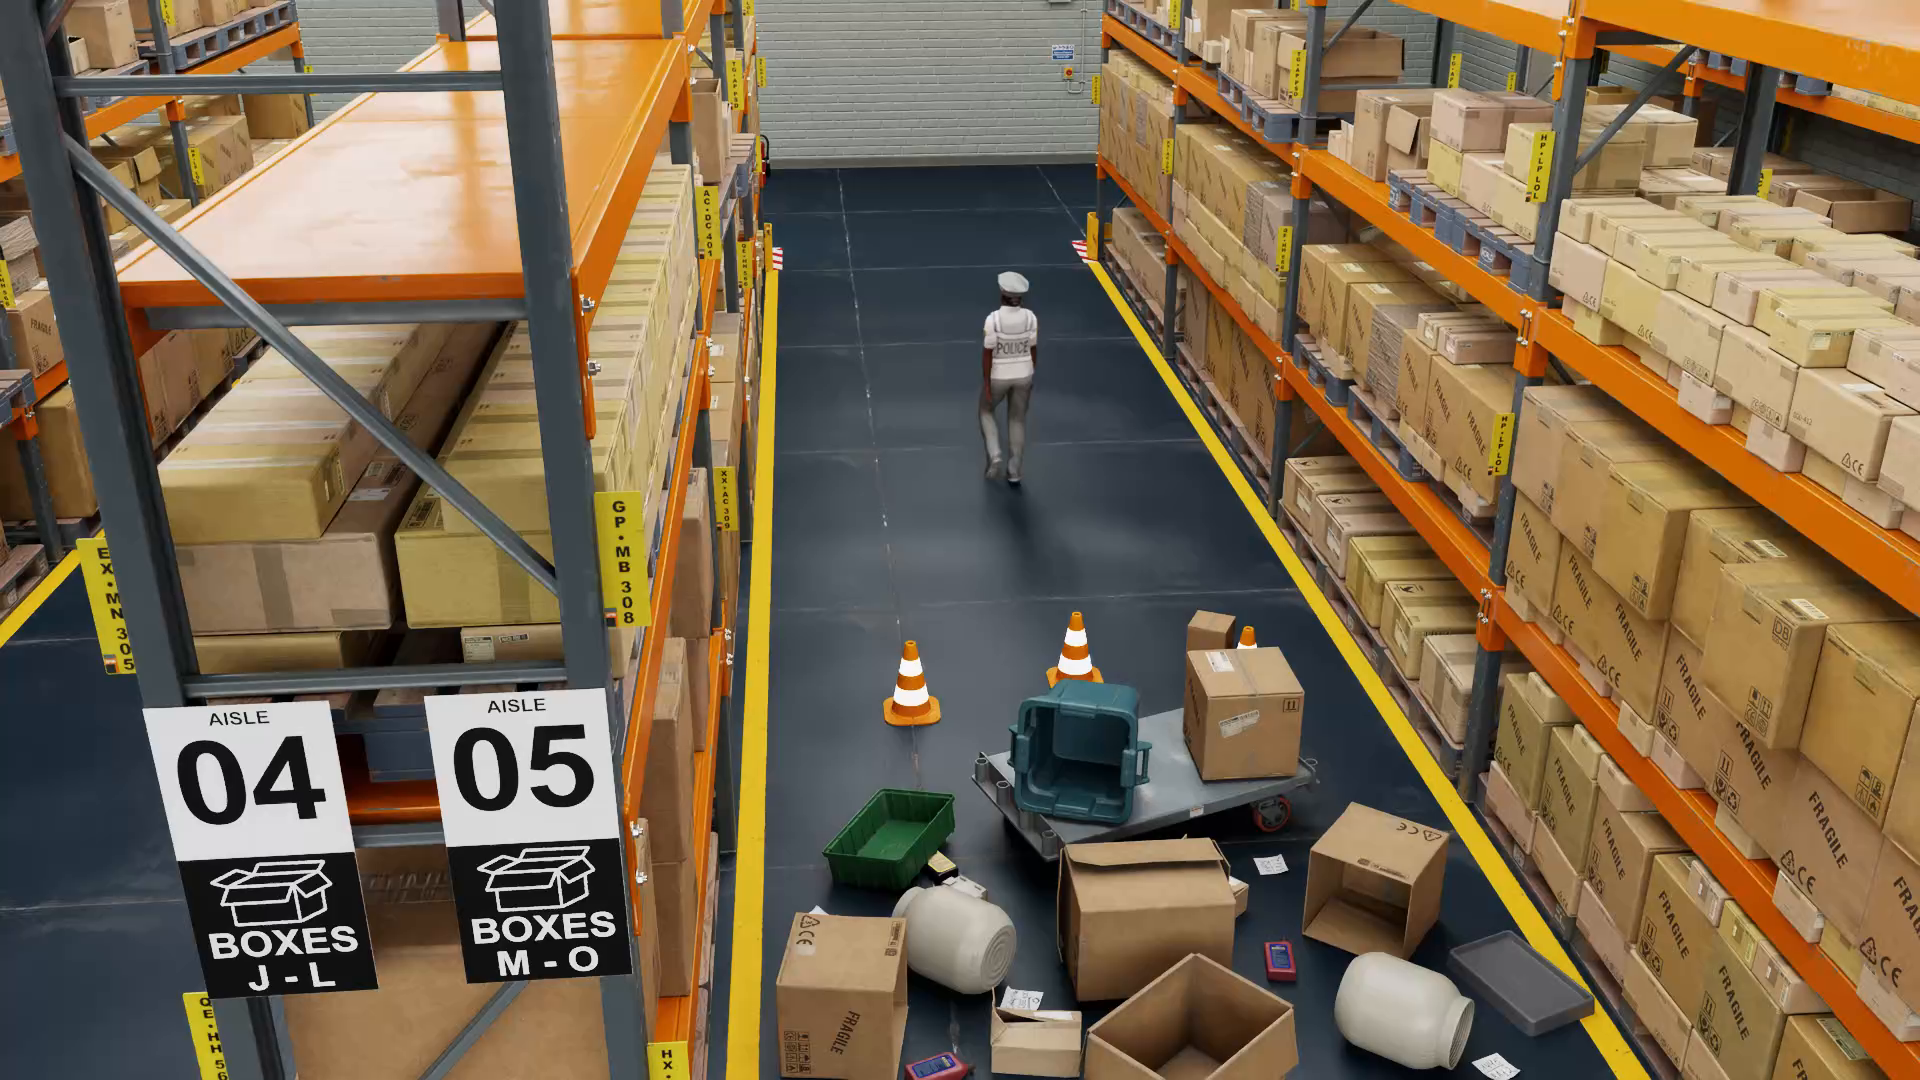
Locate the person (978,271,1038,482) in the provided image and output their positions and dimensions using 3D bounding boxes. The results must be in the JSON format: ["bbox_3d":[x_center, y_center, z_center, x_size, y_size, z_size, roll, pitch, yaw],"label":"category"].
[{"bbox_3d":[0.372,-1.284,13.144,0.454,1.710,0.435,-4,24,-10],"label":"person"}]
